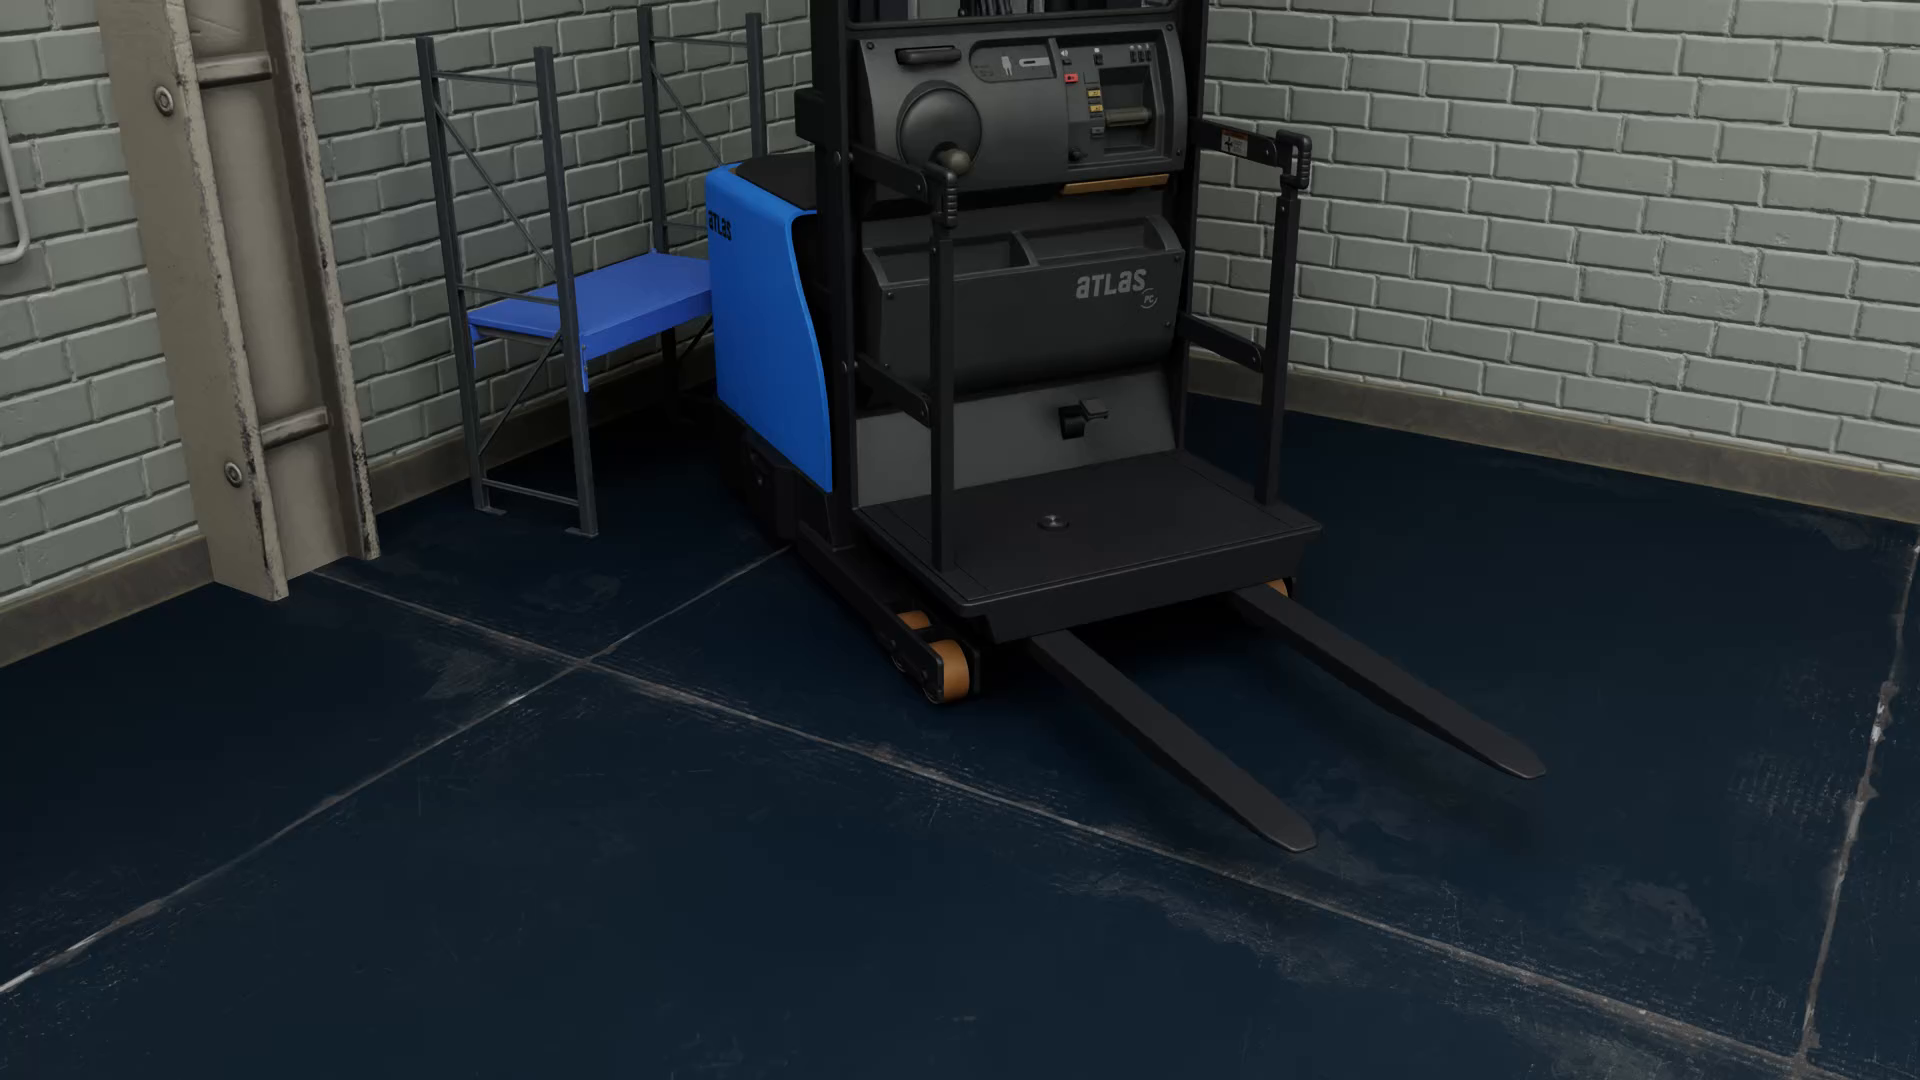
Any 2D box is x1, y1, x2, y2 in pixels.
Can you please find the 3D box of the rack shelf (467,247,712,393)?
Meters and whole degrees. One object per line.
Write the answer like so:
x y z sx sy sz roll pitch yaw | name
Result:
-1.129 -0.756 5.562 0.538 0.185 1.000 12 26 26 | rack shelf

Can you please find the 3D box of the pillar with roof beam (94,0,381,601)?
1.636 -3.147 1.193 9.100 9.000 0.400 14 27 29 | pillar with roof beam

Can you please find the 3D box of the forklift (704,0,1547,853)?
0.279 -1.124 4.157 1.130 2.935 3.031 -11 26 -24 | forklift

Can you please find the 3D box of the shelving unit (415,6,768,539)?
-1.129 -0.922 5.490 0.538 1.500 1.048 12 26 26 | shelving unit

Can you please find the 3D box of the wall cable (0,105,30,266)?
-2.839 -1.301 3.200 0.084 1.984 1.851 14 27 29 | wall cable

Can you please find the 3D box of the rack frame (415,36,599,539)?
-1.374 -0.745 5.082 0.500 1.500 0.032 12 26 26 | rack frame

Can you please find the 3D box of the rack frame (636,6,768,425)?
-0.883 -1.098 5.899 0.500 1.500 0.032 12 26 26 | rack frame
